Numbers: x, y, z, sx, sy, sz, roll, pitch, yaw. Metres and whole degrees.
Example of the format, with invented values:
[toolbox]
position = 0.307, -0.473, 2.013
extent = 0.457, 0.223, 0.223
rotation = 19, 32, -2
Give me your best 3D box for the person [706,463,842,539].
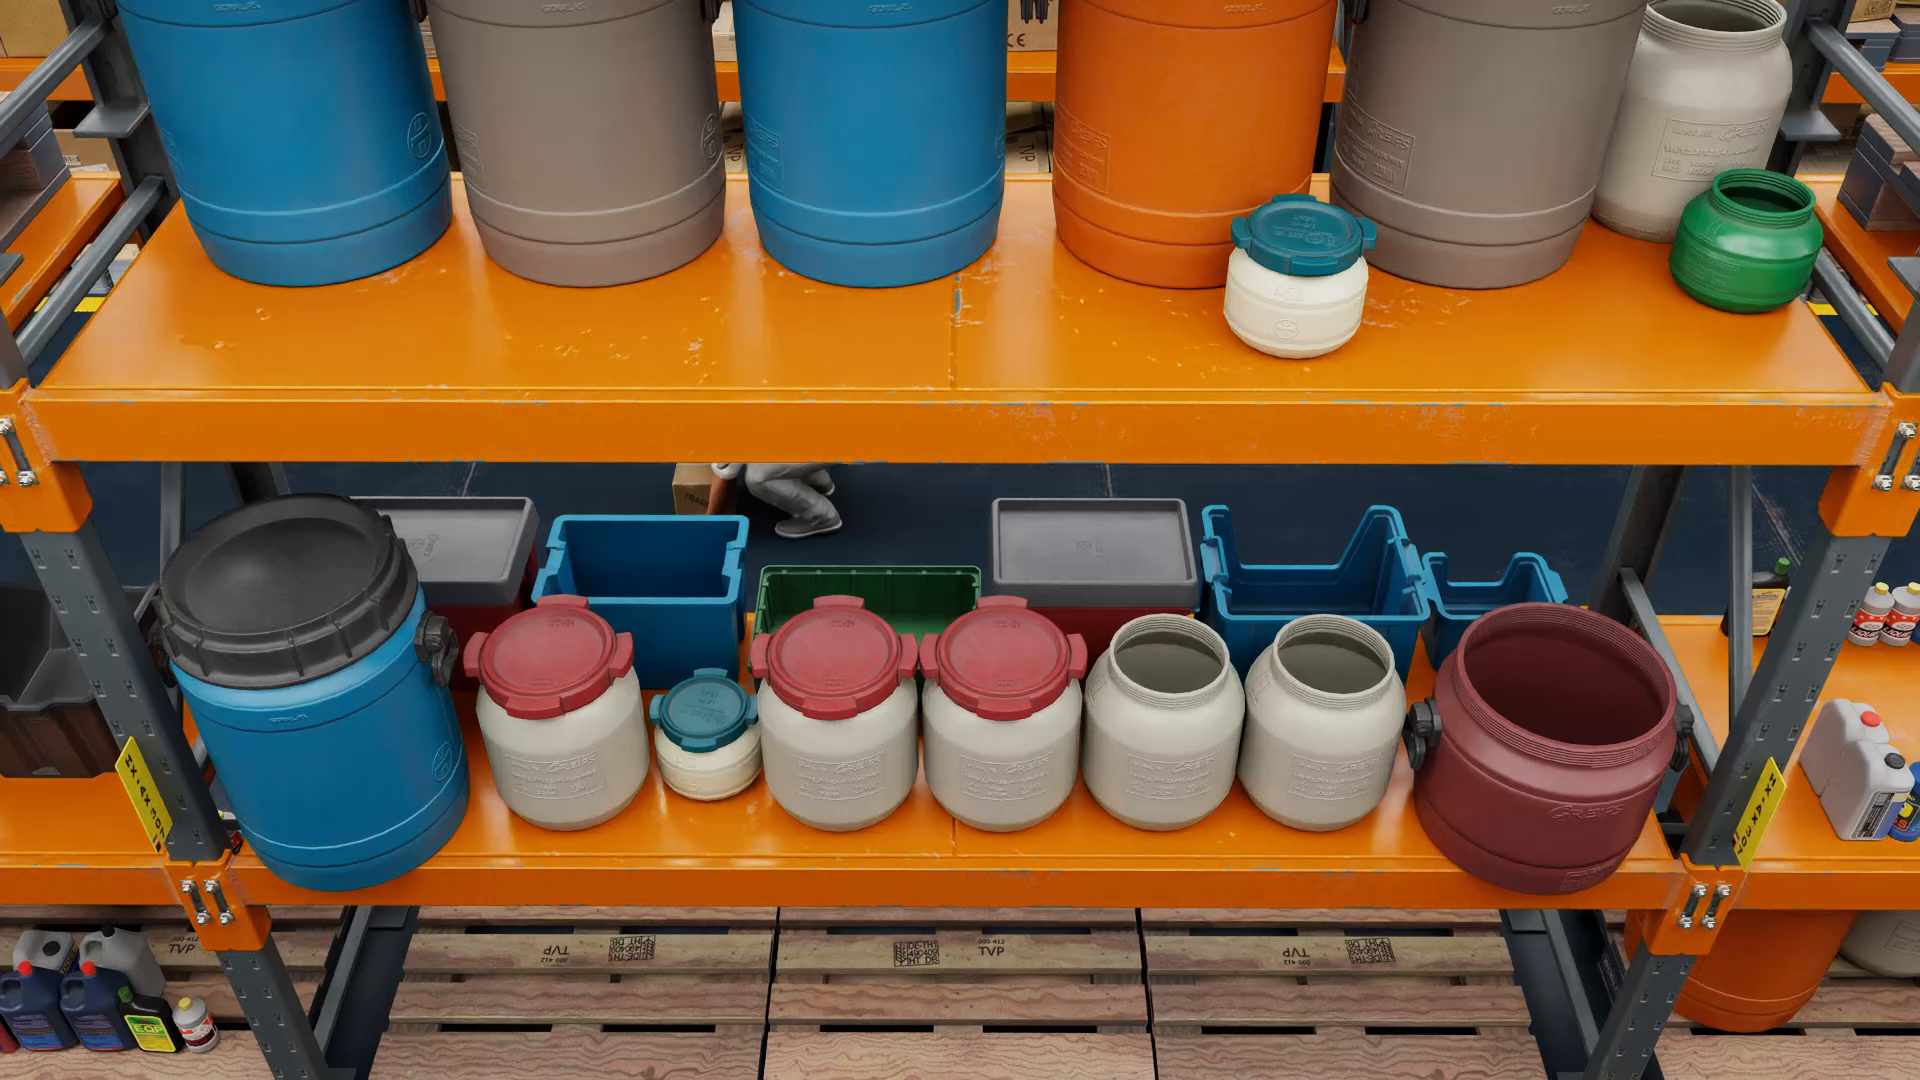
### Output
[person]
position = -0.866, -0.422, 7.372
extent = 0.869, 0.785, 0.489
rotation = -1, 40, -1
